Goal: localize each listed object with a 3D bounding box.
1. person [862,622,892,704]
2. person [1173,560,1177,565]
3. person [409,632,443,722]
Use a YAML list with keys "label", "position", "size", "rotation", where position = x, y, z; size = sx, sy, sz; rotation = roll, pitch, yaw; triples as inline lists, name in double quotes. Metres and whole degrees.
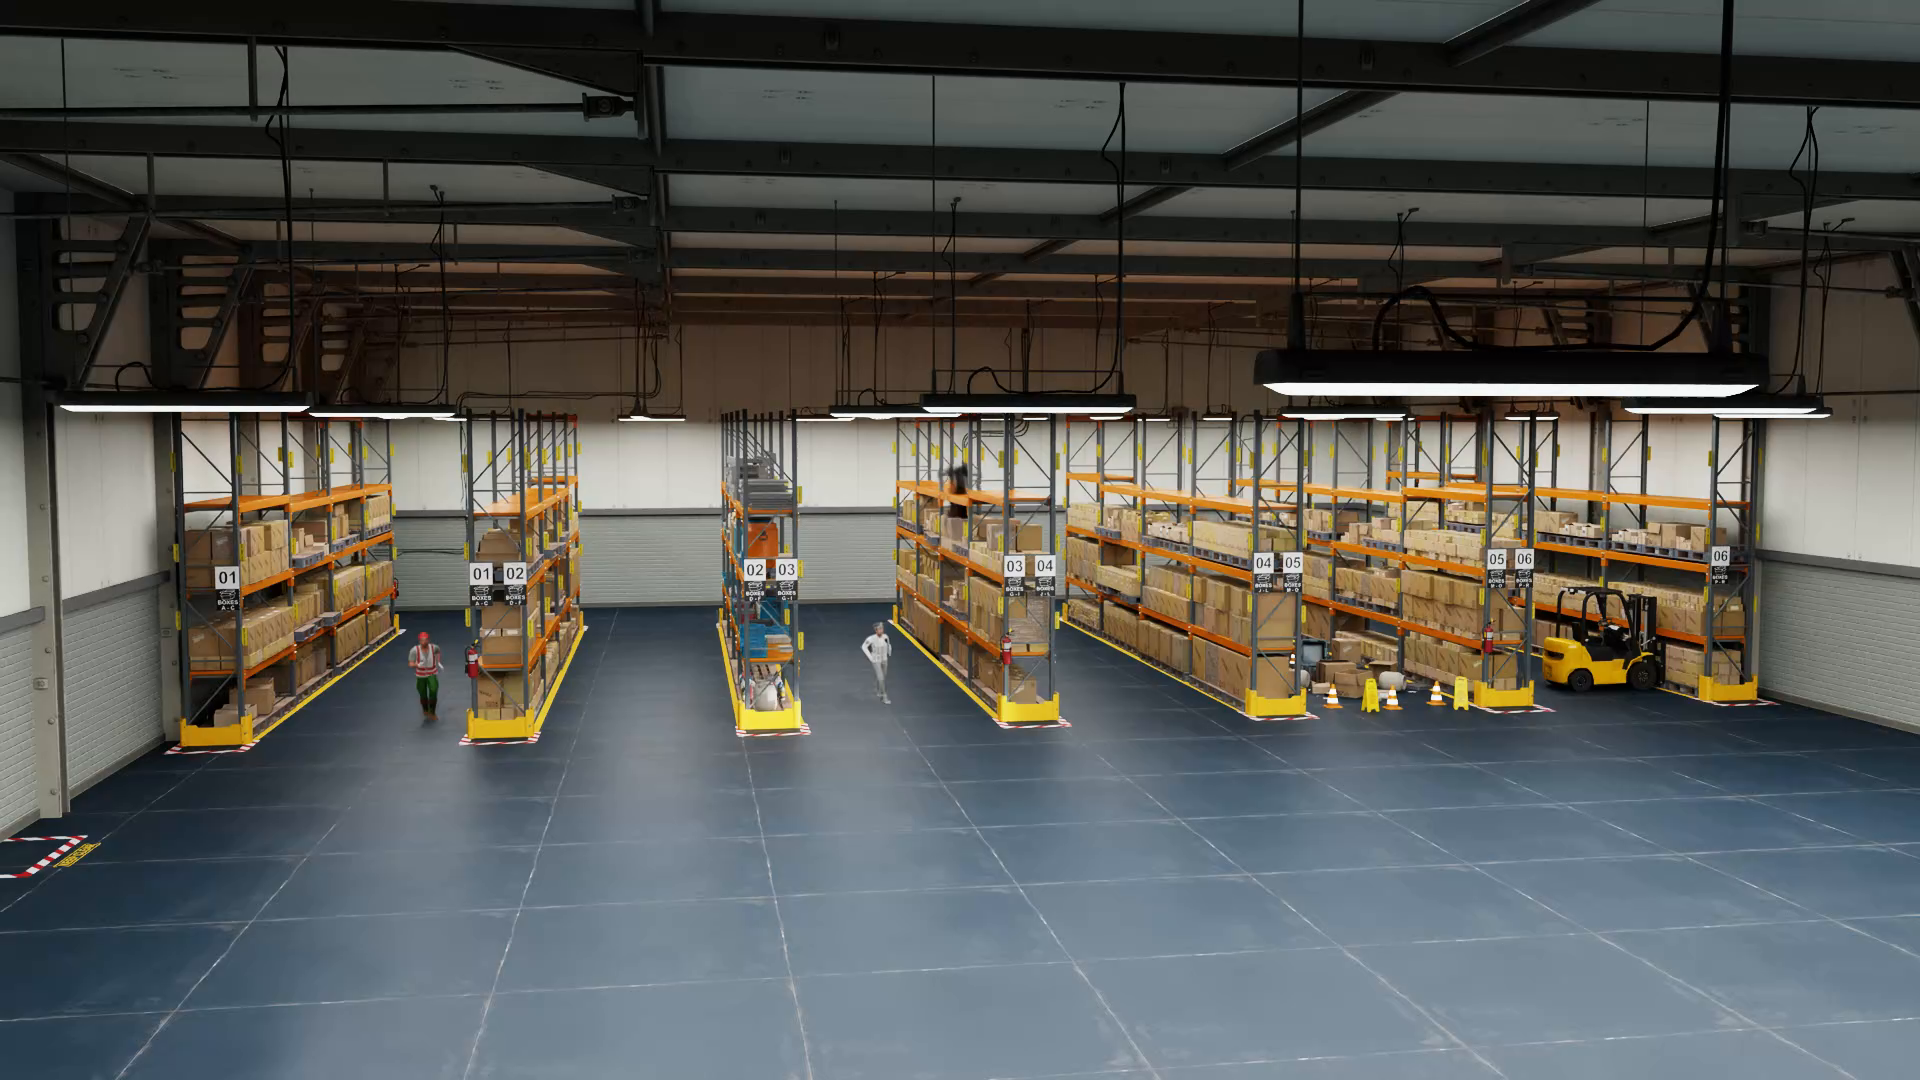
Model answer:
- label: "person"
  position: [-1.704, 2.494, 34.182]
  size: [0.636, 1.664, 0.836]
  rotation: [-2, 4, -25]
- label: "person"
  position: [6.700, 1.389, 50.540]
  size: [0.720, 1.652, 0.660]
  rotation: [-1, 4, -12]
- label: "person"
  position: [-10.273, 2.610, 32.018]
  size: [0.619, 1.723, 0.972]
  rotation: [-1, 4, -16]
